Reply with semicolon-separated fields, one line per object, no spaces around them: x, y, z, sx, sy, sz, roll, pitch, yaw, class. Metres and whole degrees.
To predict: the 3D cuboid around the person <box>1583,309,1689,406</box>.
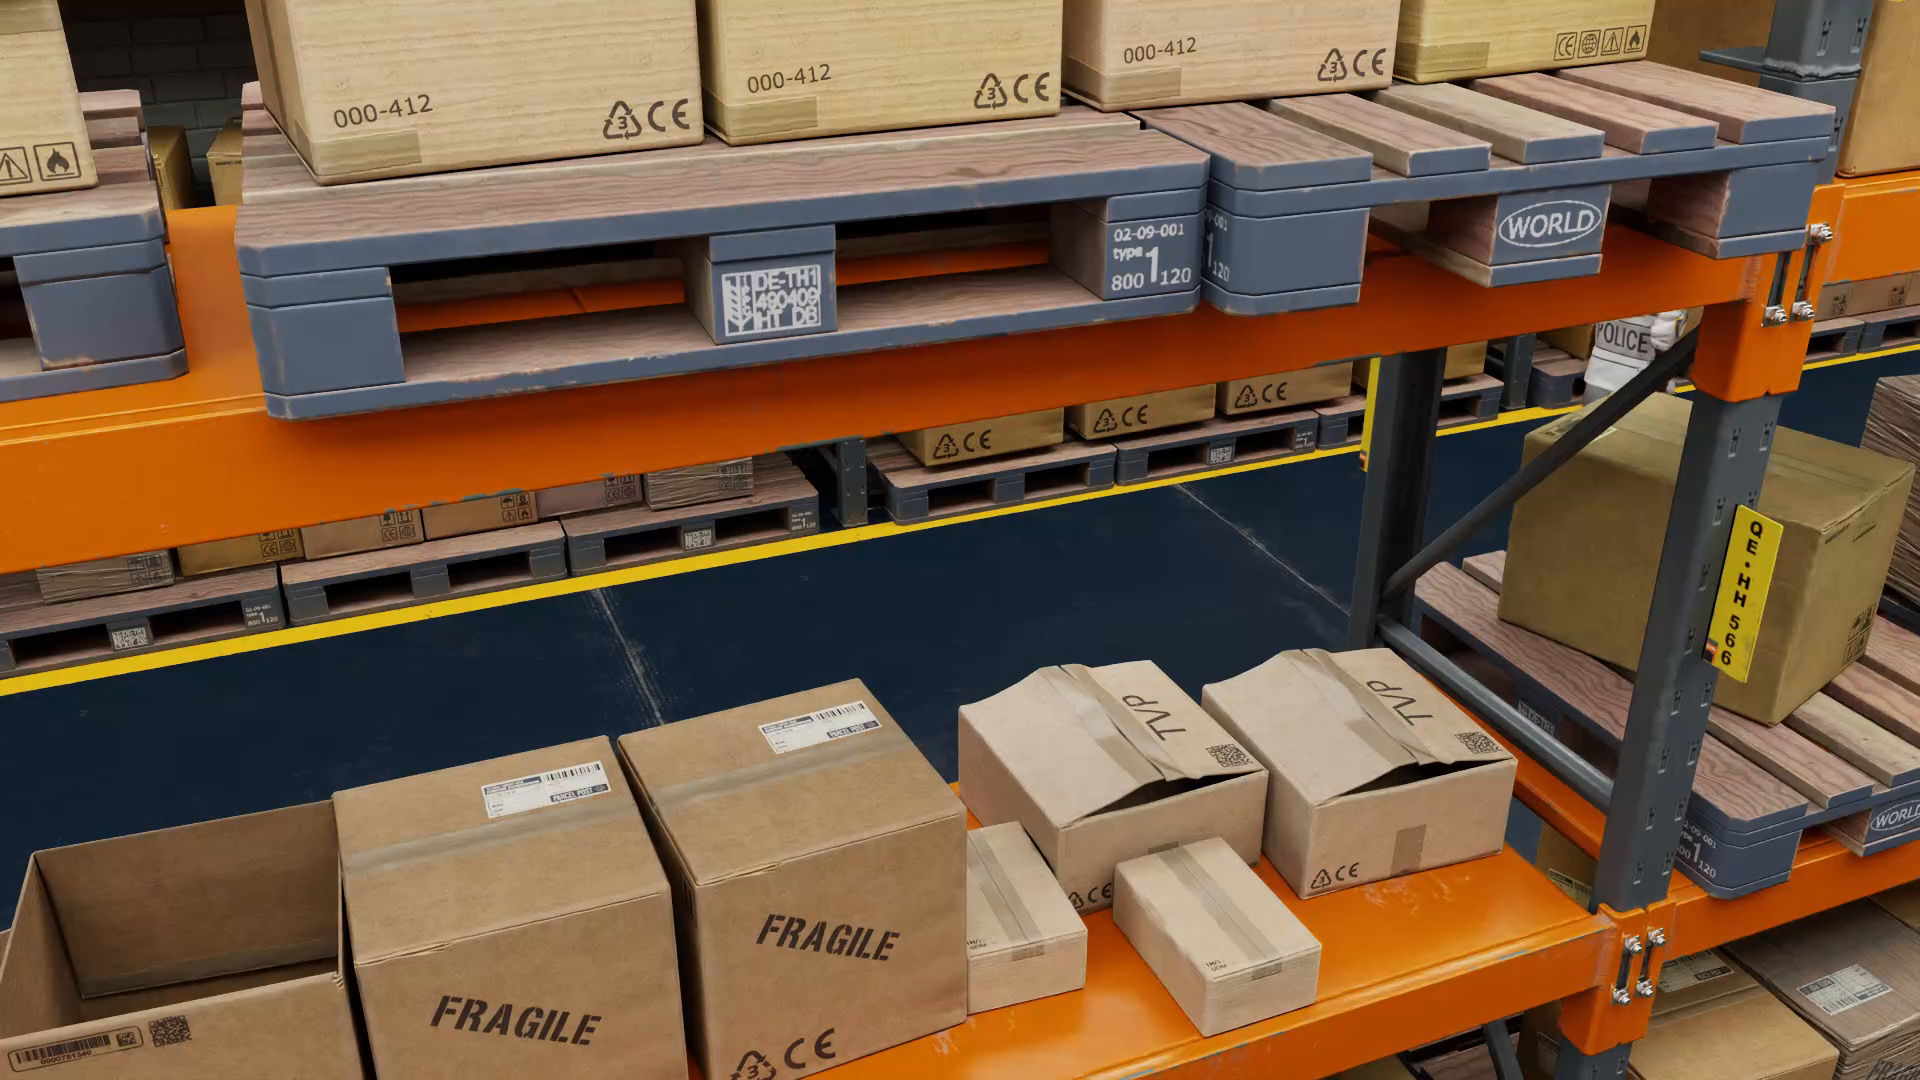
2.933;-0.658;7.374;0.618;1.669;0.454;-19;32;-34;person
